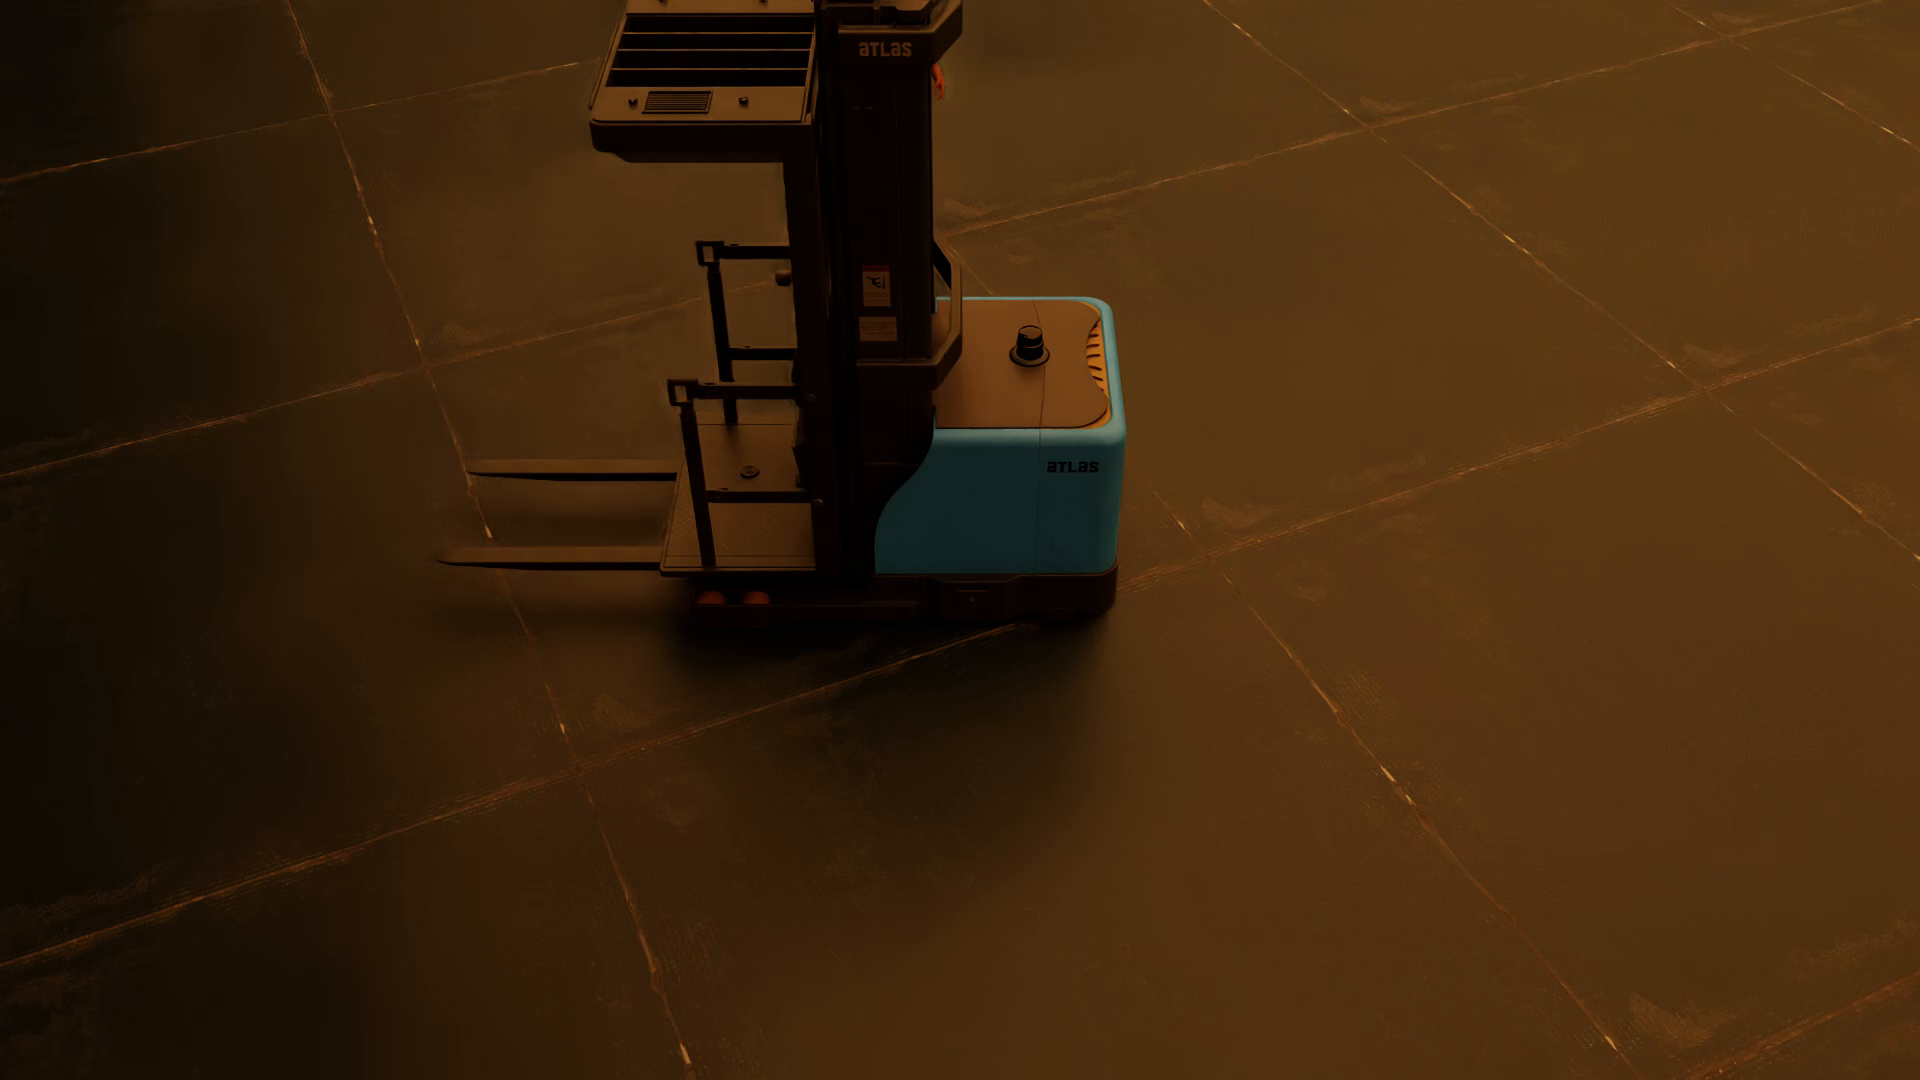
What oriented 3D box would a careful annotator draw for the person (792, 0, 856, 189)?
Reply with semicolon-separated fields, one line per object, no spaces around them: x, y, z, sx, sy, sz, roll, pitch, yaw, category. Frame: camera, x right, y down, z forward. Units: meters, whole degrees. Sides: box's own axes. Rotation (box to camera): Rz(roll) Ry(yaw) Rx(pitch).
-0.658;-2.869;9.616;0.626;1.759;0.463;-8;44;-9;person

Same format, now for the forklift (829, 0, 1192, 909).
0.149;-0.623;6.348;1.130;2.935;3.031;-7;43;-7;forklift
